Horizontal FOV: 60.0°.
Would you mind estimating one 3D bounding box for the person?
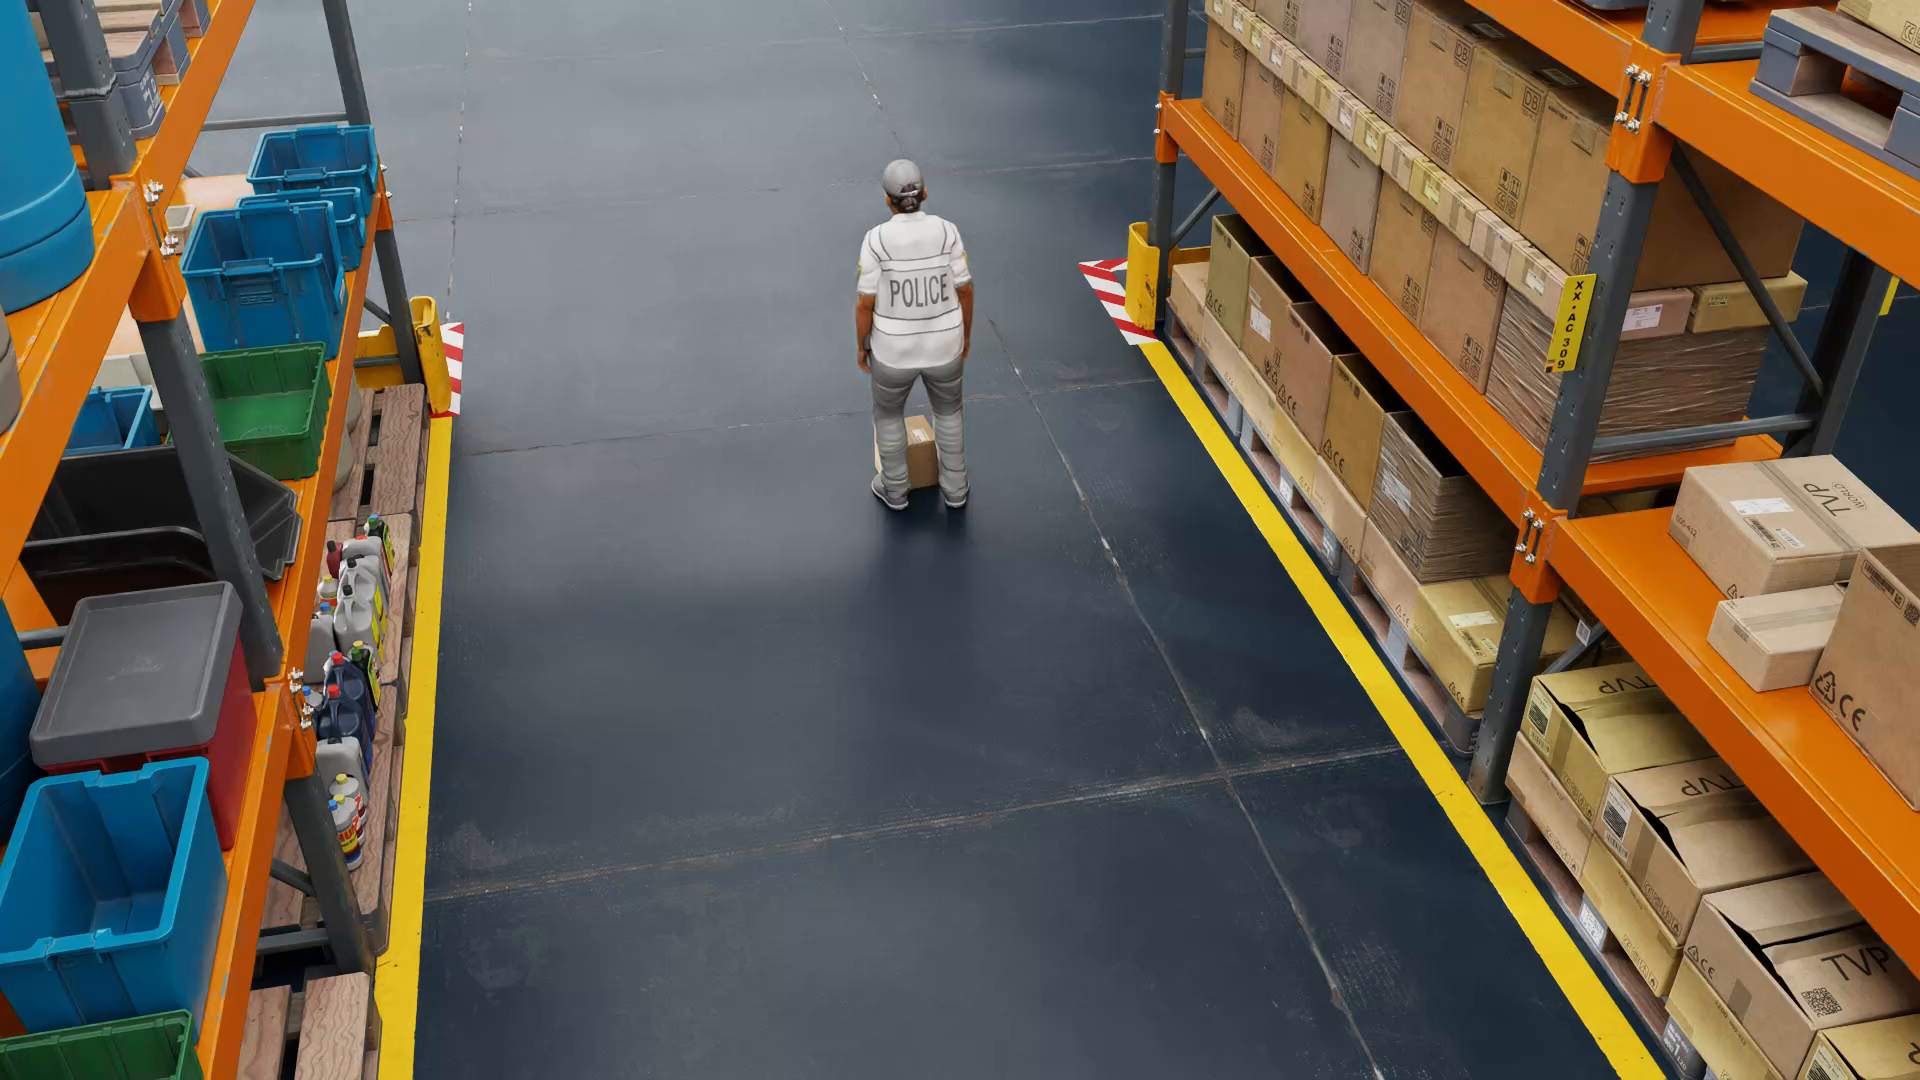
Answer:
[{"bbox_3d":[-0.200,-0.875,7.408,0.537,1.665,0.468,-8,35,-11],"label":"person"}]
